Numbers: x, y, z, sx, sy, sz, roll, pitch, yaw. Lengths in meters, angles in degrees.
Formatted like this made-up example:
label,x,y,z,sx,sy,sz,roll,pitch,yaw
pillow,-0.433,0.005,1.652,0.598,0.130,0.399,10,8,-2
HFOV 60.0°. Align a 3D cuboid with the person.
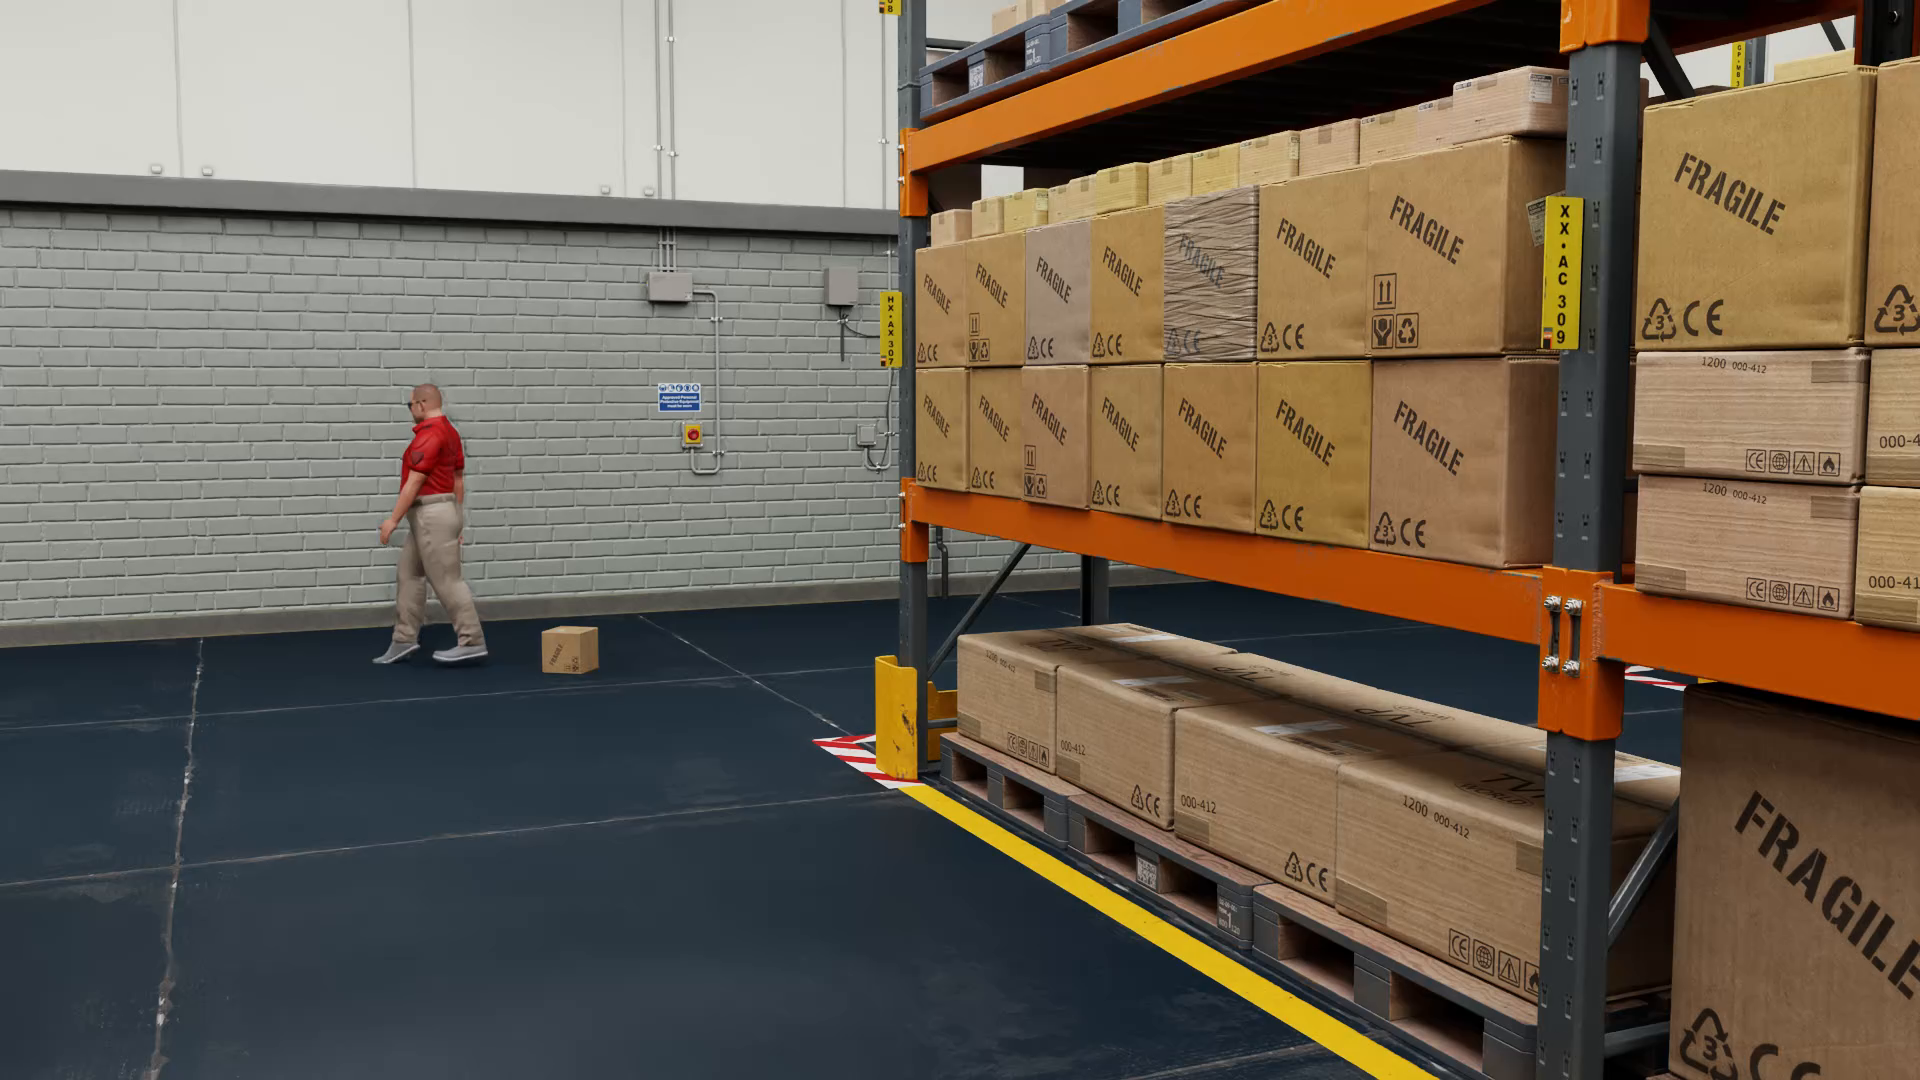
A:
label,x,y,z,sx,sy,sz,roll,pitch,yaw
person,-3.300,-0.076,10.223,0.745,1.767,0.545,0,5,-5
